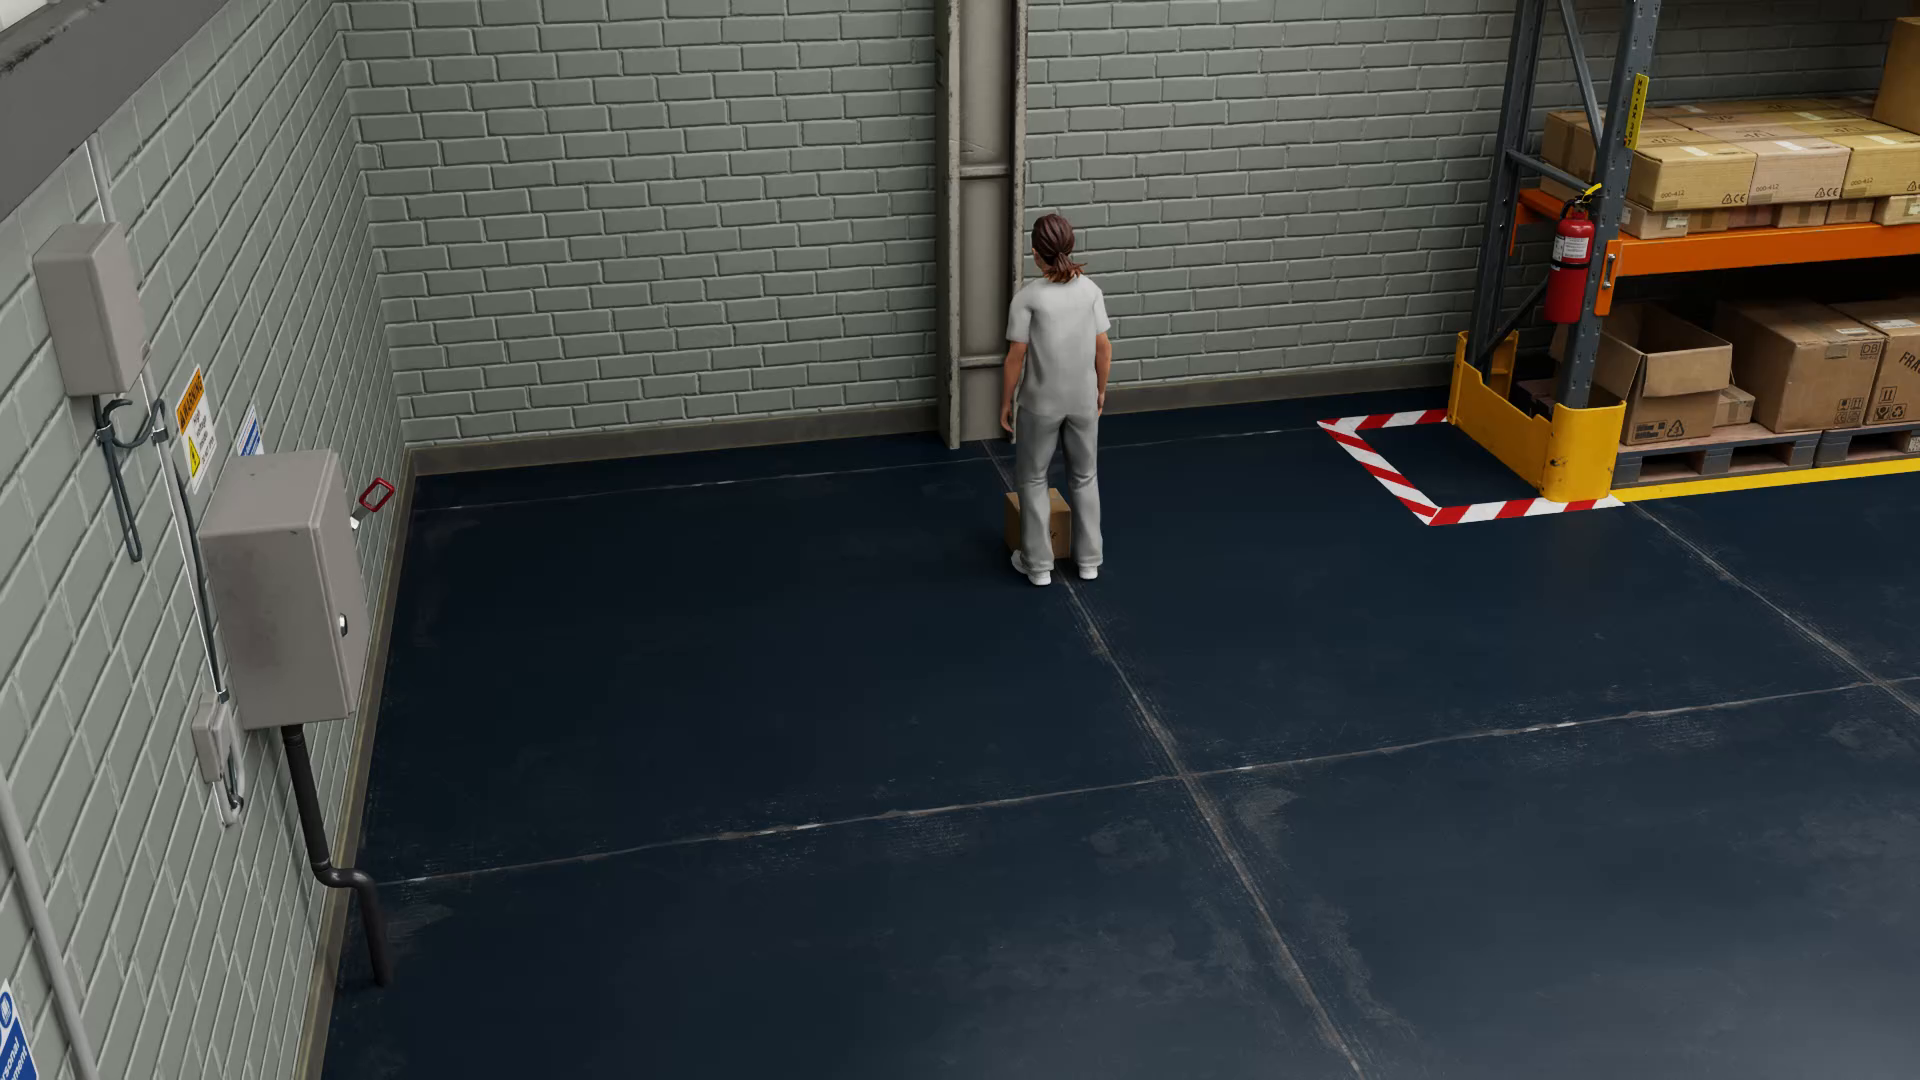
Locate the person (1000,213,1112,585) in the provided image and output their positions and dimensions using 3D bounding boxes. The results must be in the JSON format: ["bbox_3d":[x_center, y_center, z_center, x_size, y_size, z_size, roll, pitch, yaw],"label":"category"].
[{"bbox_3d":[0.425,-0.597,7.297,0.513,1.673,0.356,-7,28,-14],"label":"person"}]
